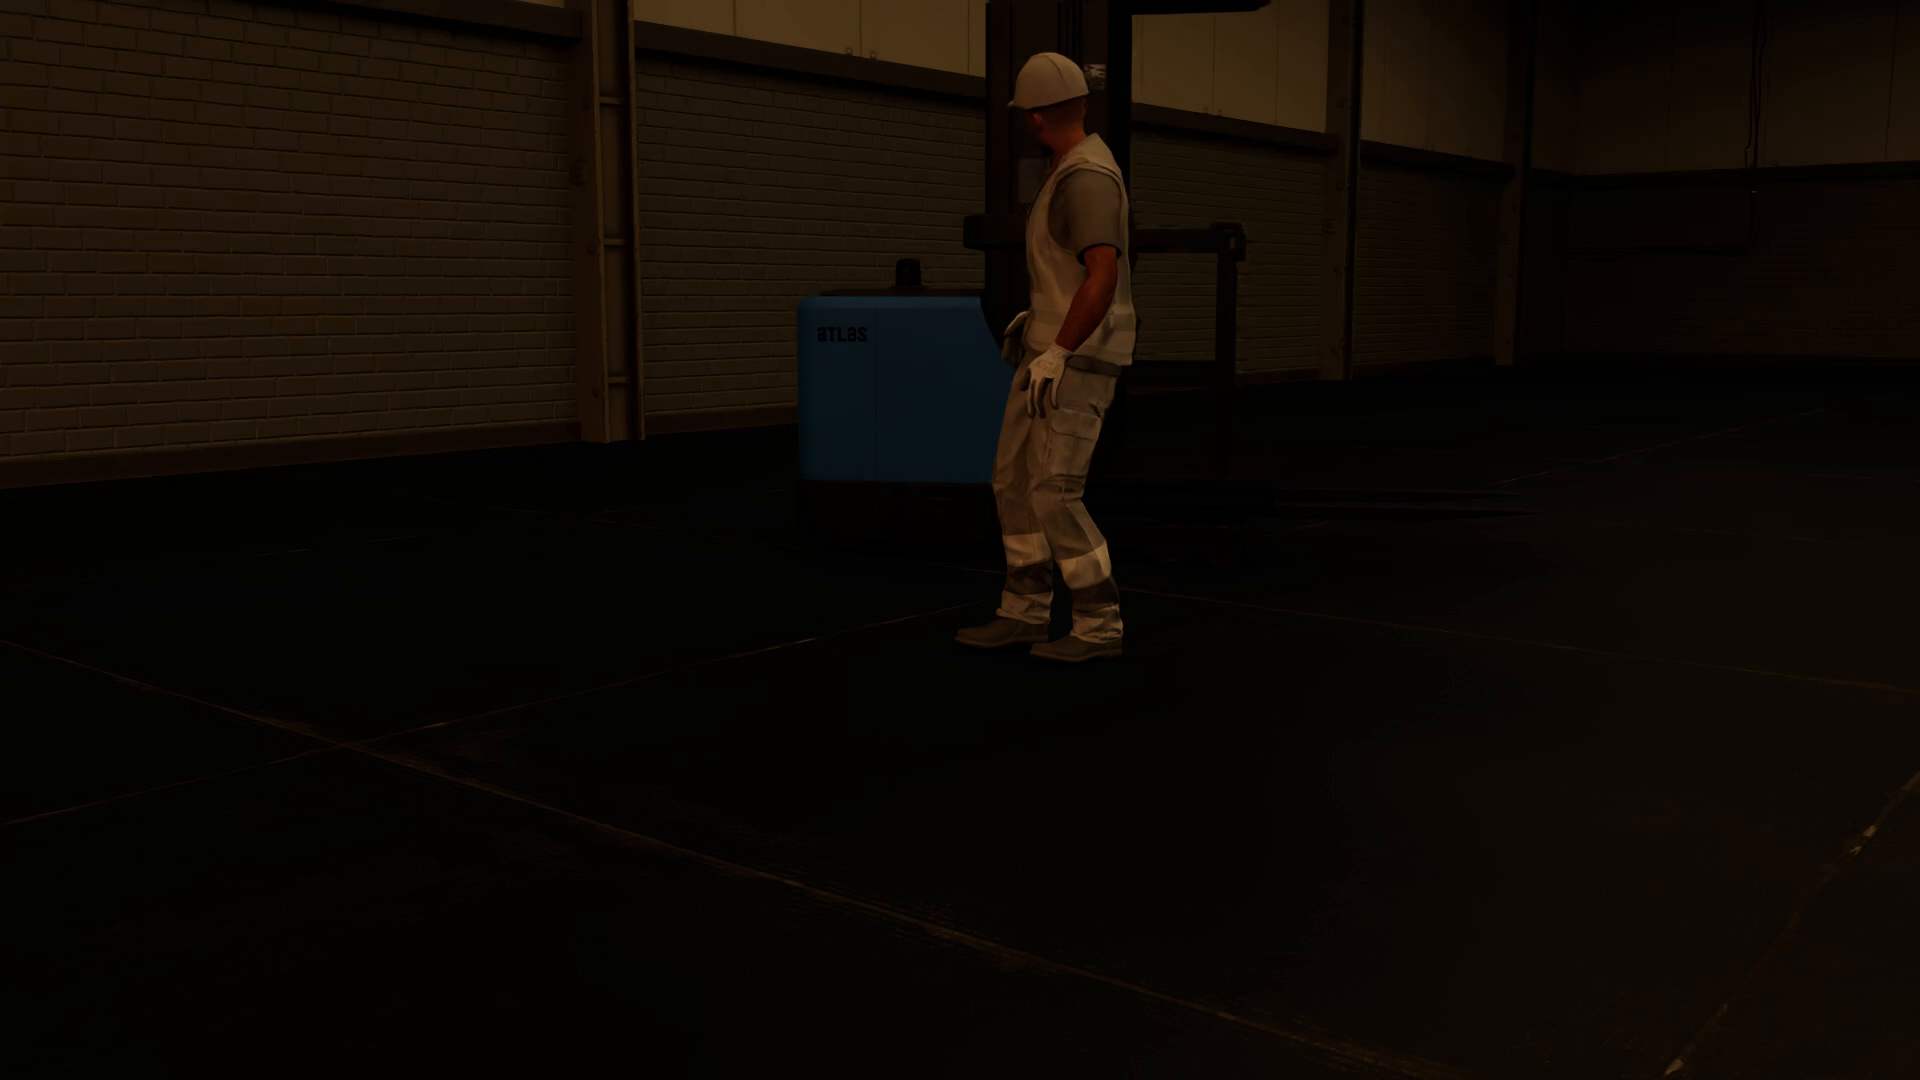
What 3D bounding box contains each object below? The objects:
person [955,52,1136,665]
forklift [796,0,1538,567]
[{"bbox_3d":[0.255,-0.514,4.860,0.505,1.757,0.749,-1,8,-9],"label":"person"},{"bbox_3d":[0.871,-1.427,7.032,3.031,2.935,1.130,2,8,10],"label":"forklift"}]
